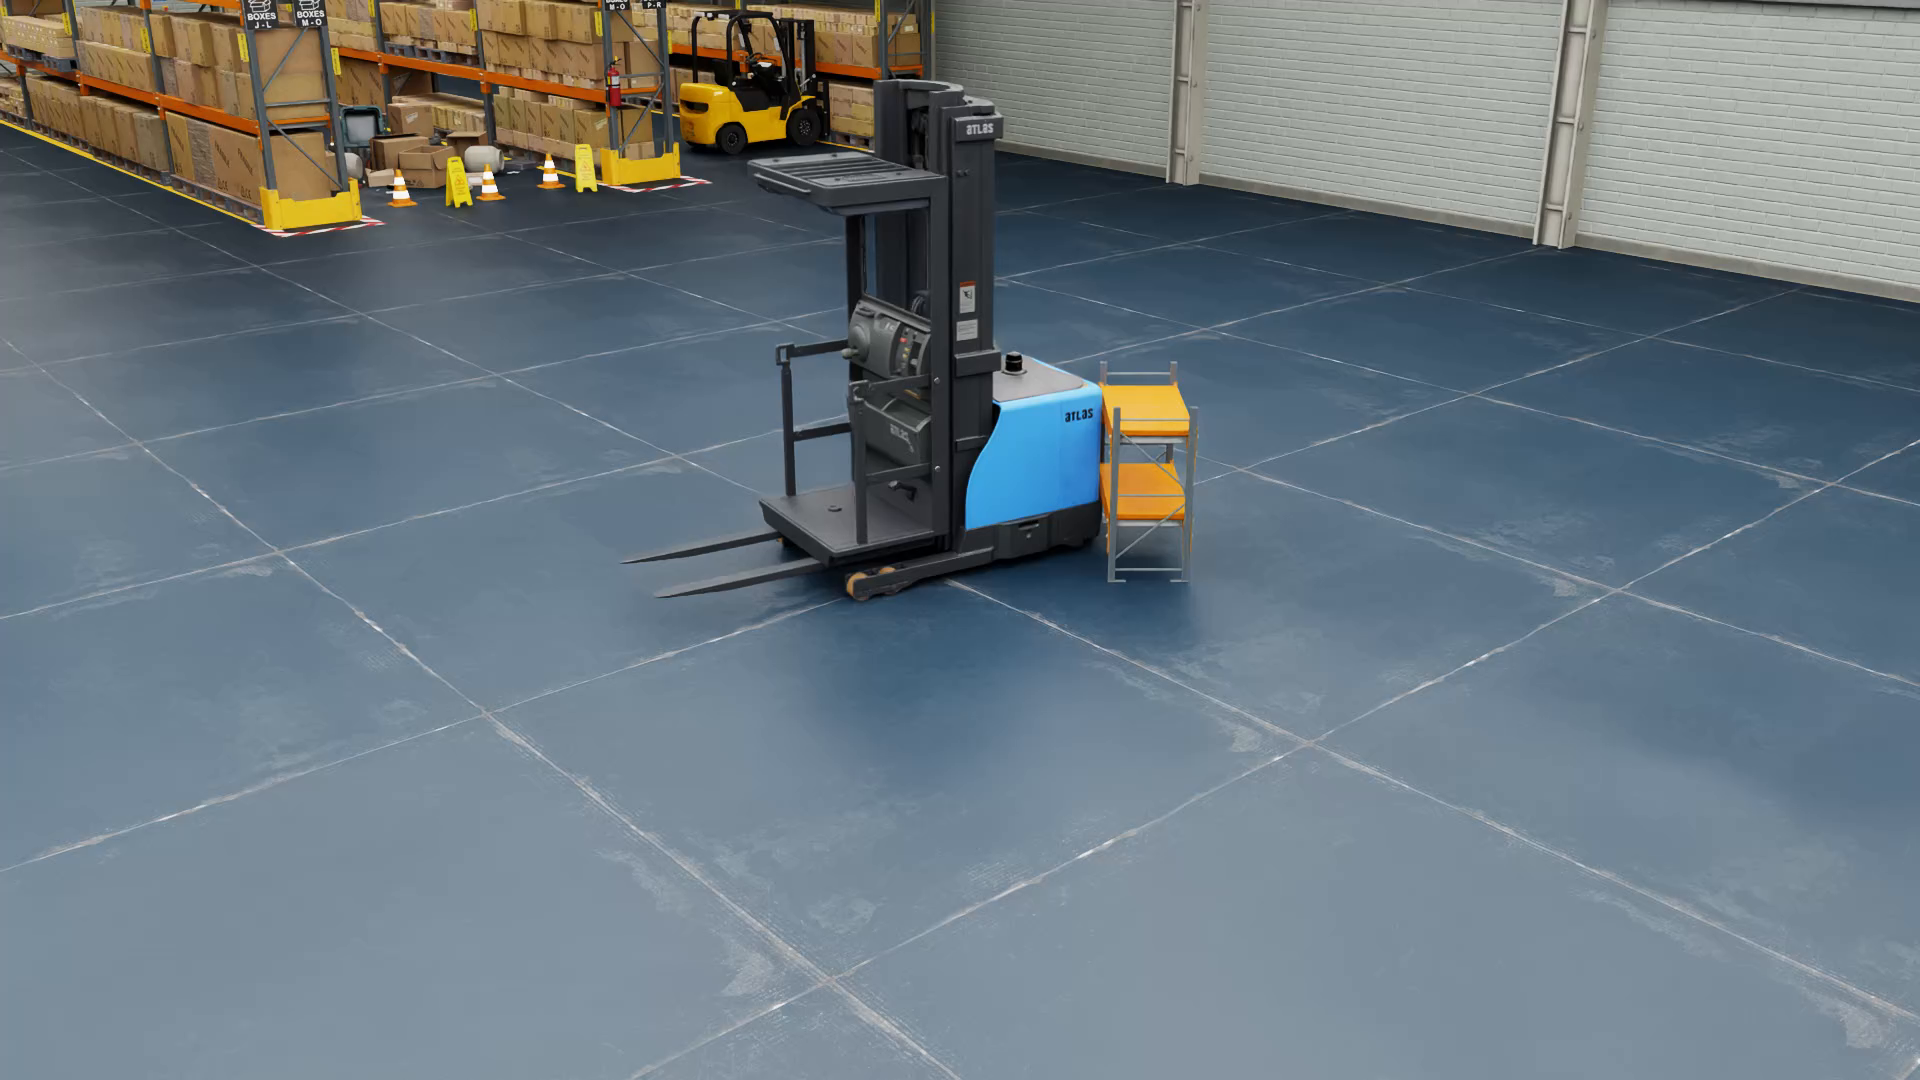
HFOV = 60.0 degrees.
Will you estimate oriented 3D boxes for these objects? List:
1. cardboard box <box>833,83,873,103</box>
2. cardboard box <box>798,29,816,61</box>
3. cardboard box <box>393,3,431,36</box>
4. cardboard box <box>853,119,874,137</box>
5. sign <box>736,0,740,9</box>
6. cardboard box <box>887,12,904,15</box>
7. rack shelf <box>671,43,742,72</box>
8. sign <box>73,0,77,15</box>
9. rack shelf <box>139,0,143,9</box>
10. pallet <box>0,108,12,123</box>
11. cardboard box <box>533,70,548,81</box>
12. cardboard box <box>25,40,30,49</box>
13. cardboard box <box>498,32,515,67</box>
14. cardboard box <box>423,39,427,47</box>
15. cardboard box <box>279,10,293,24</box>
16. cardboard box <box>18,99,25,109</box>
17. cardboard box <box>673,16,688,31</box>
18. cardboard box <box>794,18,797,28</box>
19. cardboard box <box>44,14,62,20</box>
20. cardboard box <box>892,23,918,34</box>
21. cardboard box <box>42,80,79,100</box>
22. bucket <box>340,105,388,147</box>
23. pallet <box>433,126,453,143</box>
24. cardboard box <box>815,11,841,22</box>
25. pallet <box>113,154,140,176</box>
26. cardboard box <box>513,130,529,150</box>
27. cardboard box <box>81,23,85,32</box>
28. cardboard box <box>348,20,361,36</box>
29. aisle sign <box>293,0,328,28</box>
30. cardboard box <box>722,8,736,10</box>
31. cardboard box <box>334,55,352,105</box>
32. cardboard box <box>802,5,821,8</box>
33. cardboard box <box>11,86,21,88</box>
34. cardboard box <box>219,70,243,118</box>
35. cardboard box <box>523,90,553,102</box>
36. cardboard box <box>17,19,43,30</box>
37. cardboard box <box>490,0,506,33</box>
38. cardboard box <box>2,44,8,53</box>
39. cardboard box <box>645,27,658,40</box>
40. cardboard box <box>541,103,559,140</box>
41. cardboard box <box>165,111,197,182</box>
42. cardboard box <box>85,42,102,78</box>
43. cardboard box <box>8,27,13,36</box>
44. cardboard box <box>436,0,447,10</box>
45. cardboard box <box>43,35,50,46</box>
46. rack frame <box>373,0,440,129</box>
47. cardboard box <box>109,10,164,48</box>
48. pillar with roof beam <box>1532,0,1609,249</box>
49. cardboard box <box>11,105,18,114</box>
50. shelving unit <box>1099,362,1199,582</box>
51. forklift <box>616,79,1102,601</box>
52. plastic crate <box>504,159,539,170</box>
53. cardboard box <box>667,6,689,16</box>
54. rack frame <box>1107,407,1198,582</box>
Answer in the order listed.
[{"bbox_3d":[-1.760,-7.448,27.709,0.500,0.250,0.500,-17,27,-36],"label":"cardboard box"},{"bbox_3d":[-2.408,-8.417,28.225,0.500,0.500,0.500,-17,27,-37],"label":"cardboard box"},{"bbox_3d":[-9.401,-8.961,28.628,0.500,0.500,0.500,-16,26,-35],"label":"cardboard box"},{"bbox_3d":[-1.431,-6.844,27.539,0.500,0.250,0.500,-17,27,-37],"label":"cardboard box"},{"bbox_3d":[-3.901,-9.350,29.263,0.100,0.325,0.005,-17,27,-37],"label":"sign"},{"bbox_3d":[-1.069,-8.593,27.376,0.380,0.149,0.250,-16,27,-36],"label":"cardboard box"},{"bbox_3d":[-4.802,-9.197,31.338,1.077,0.370,4.000,-17,27,-37],"label":"rack shelf"},{"bbox_3d":[-15.742,-9.473,29.469,0.100,0.325,0.005,-17,27,-37],"label":"sign"},{"bbox_3d":[-12.243,-8.205,24.692,1.077,0.370,4.000,-17,27,-37],"label":"rack shelf"},{"bbox_3d":[-17.426,-8.017,31.162,1.003,0.211,1.213,-17,27,-37],"label":"pallet"},{"bbox_3d":[-6.278,-7.098,25.337,0.380,0.149,0.250,-18,27,-38],"label":"cardboard box"},{"bbox_3d":[-15.395,-8.301,27.834,0.380,0.149,0.250,-18,28,-38],"label":"cardboard box"},{"bbox_3d":[-6.833,-7.661,25.885,0.500,0.500,0.500,-18,27,-38],"label":"cardboard box"},{"bbox_3d":[-8.897,-8.476,28.280,0.380,0.149,0.250,-16,27,-35],"label":"cardboard box"},{"bbox_3d":[-12.972,-10.121,32.574,0.500,0.500,0.500,-17,27,-37],"label":"cardboard box"},{"bbox_3d":[-16.606,-7.819,29.758,0.380,0.149,0.250,-17,27,-36],"label":"cardboard box"},{"bbox_3d":[-4.996,-9.644,31.014,0.500,0.250,0.500,-17,27,-37],"label":"cardboard box"},{"bbox_3d":[-2.673,-8.817,28.355,0.380,0.149,0.250,-19,28,-39],"label":"cardboard box"},{"bbox_3d":[-15.750,-9.092,29.036,0.380,0.149,0.250,-16,26,-35],"label":"cardboard box"},{"bbox_3d":[-0.910,-8.378,27.235,0.380,0.149,0.250,-18,28,-39],"label":"cardboard box"},{"bbox_3d":[-15.199,-7.626,28.164,0.500,0.250,0.500,-16,27,-35],"label":"cardboard box"},{"bbox_3d":[-9.103,-6.285,25.322,0.726,0.611,0.620,-8,13,-19],"label":"bucket"},{"bbox_3d":[-8.564,-7.050,28.695,1.003,0.211,1.213,-17,27,-37],"label":"pallet"},{"bbox_3d":[-2.188,-8.739,27.748,0.380,0.149,0.250,-17,27,-36],"label":"cardboard box"},{"bbox_3d":[-12.299,-5.824,25.565,1.003,0.211,1.213,-17,27,-37],"label":"pallet"},{"bbox_3d":[-6.716,-6.340,26.252,0.500,0.250,0.500,-16,26,-34],"label":"cardboard box"},{"bbox_3d":[-14.211,-8.441,27.374,0.380,0.149,0.250,-19,28,-40],"label":"cardboard box"},{"bbox_3d":[-10.711,-9.279,30.081,0.500,0.250,0.500,-18,28,-39],"label":"cardboard box"},{"bbox_3d":[-8.053,-6.747,20.534,0.394,0.787,0.004,-17,27,-37],"label":"aisle sign"},{"bbox_3d":[-4.186,-9.772,30.795,0.380,0.149,0.250,-17,27,-37],"label":"cardboard box"},{"bbox_3d":[-11.415,-8.813,31.710,0.875,0.875,0.875,-16,27,-36],"label":"cardboard box"},{"bbox_3d":[-2.533,-9.247,29.045,0.380,0.149,0.250,-18,28,-38],"label":"cardboard box"},{"bbox_3d":[-17.064,-8.200,30.326,0.380,0.149,0.250,-16,27,-36],"label":"cardboard box"},{"bbox_3d":[-8.979,-5.793,21.457,0.875,0.550,0.550,-17,27,-37],"label":"cardboard box"},{"bbox_3d":[-6.522,-6.872,25.692,0.380,0.149,0.250,-16,26,-34],"label":"cardboard box"},{"bbox_3d":[-15.571,-8.651,27.910,0.380,0.149,0.250,-18,28,-38],"label":"cardboard box"},{"bbox_3d":[-6.814,-8.128,25.706,0.700,0.500,0.500,-17,27,-37],"label":"cardboard box"},{"bbox_3d":[-16.774,-8.752,29.561,0.380,0.149,0.250,-18,28,-39],"label":"cardboard box"},{"bbox_3d":[-5.678,-9.694,31.826,0.500,0.250,0.500,-18,28,-39],"label":"cardboard box"},{"bbox_3d":[-6.031,-6.400,25.376,0.500,0.500,0.500,-18,28,-39],"label":"cardboard box"},{"bbox_3d":[-10.580,-5.606,23.522,0.875,0.875,0.875,-17,27,-37],"label":"cardboard box"},{"bbox_3d":[-13.126,-7.414,25.663,0.500,0.500,0.500,-18,28,-38],"label":"cardboard box"},{"bbox_3d":[-16.081,-8.728,28.516,0.380,0.149,0.250,-18,28,-38],"label":"cardboard box"},{"bbox_3d":[-8.383,-8.810,27.355,0.380,0.149,0.250,-19,28,-40],"label":"cardboard box"},{"bbox_3d":[-14.566,-8.086,26.877,0.380,0.149,0.250,-17,27,-36],"label":"cardboard box"},{"bbox_3d":[-9.865,-8.902,29.599,1.000,3.000,0.127,-17,27,-37],"label":"rack frame"},{"bbox_3d":[-12.262,-7.659,24.918,0.700,0.500,0.500,-18,28,-38],"label":"cardboard box"},{"bbox_3d":[3.915,-6.734,15.838,9.100,9.000,0.400,-17,27,-37],"label":"pillar with roof beam"},{"bbox_3d":[-17.002,-7.845,30.234,0.380,0.149,0.250,-19,28,-39],"label":"cardboard box"},{"bbox_3d":[1.168,-0.453,10.597,0.538,1.125,1.048,0,21,0],"label":"shelving unit"},{"bbox_3d":[-0.612,-1.215,10.067,3.031,2.935,1.130,-12,25,-29],"label":"forklift"},{"bbox_3d":[-6.850,-5.808,25.704,0.583,0.080,0.402,12,24,27],"label":"plastic crate"},{"bbox_3d":[-5.272,-9.921,31.174,0.380,0.149,0.250,-17,27,-36],"label":"cardboard box"},{"bbox_3d":[1.167,-0.267,10.124,0.500,1.125,0.032,0,21,0],"label":"rack frame"}]
